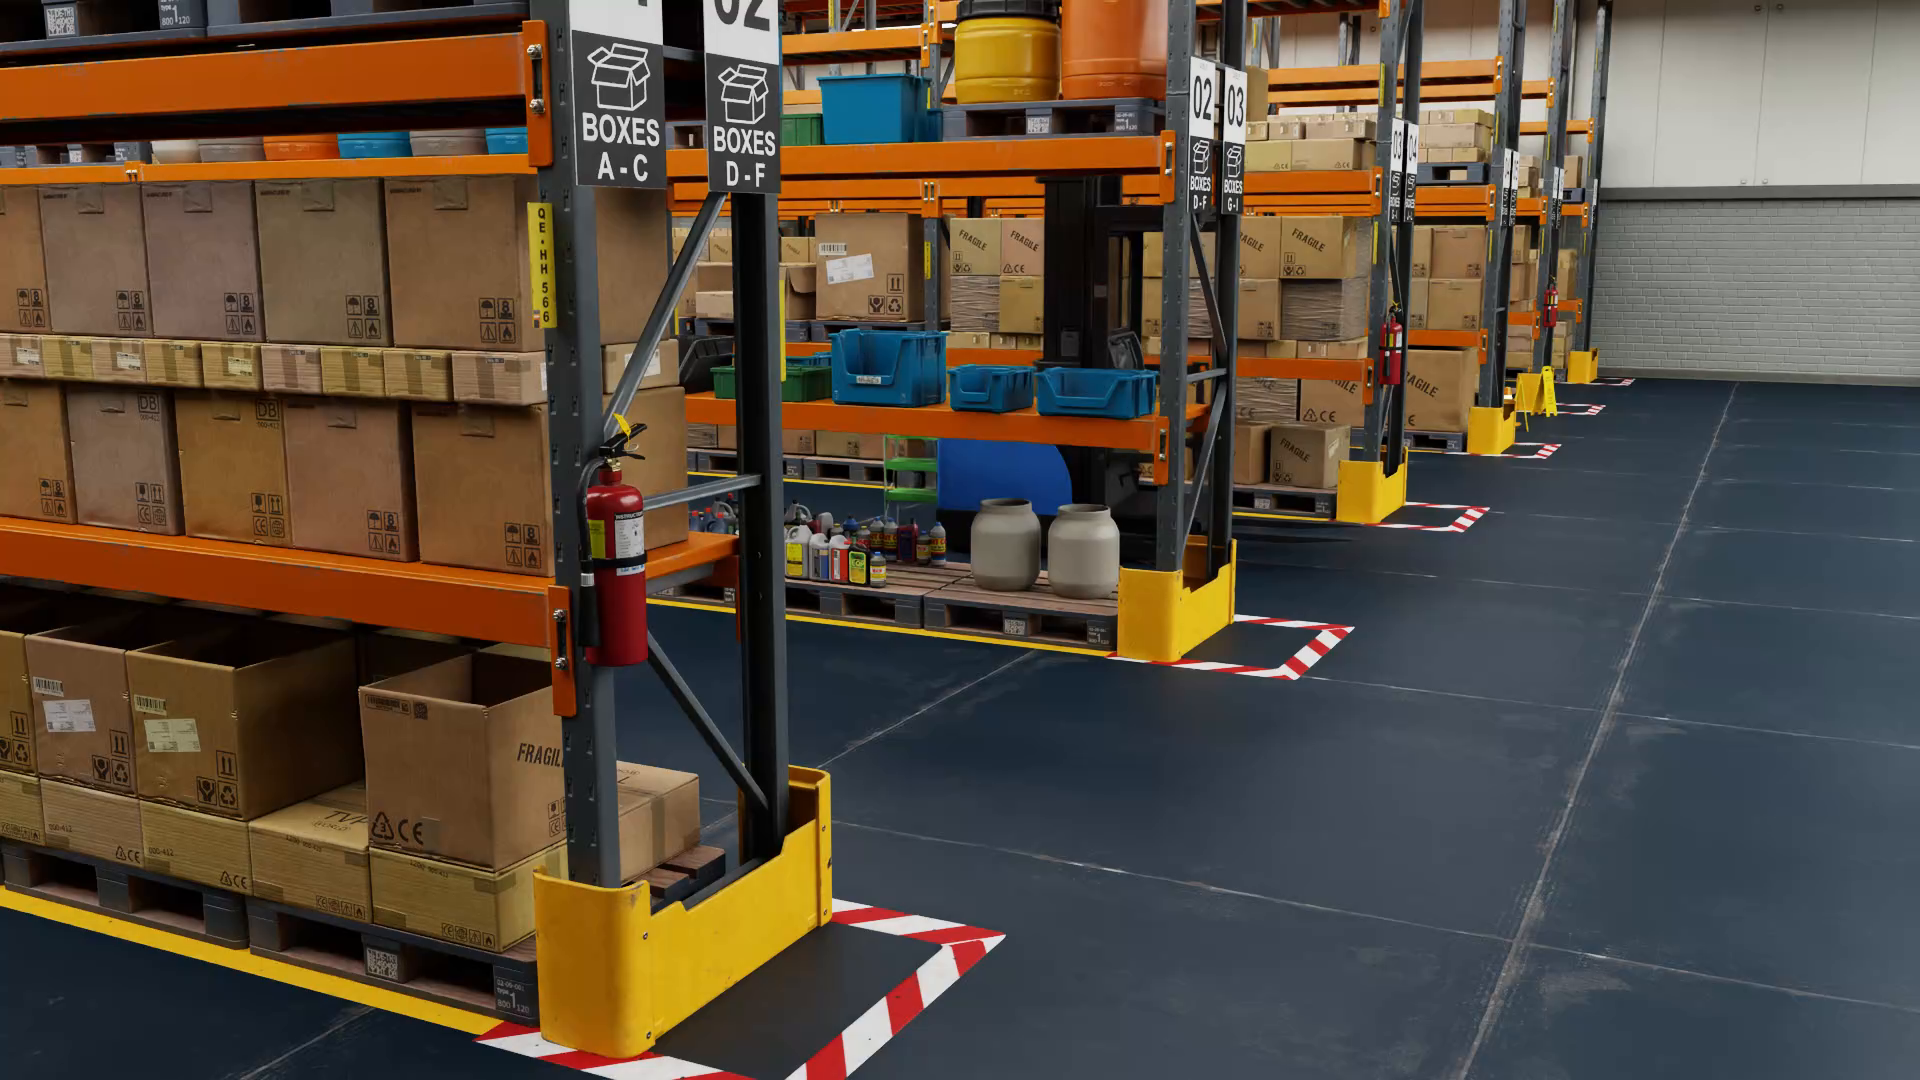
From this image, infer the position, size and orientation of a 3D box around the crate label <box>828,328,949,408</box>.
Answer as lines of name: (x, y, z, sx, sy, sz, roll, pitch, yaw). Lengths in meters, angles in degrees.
crate label: (-0.422, -1.032, 9.912, 0.616, 0.435, 0.502, 5, 11, 26)

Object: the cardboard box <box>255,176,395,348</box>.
cardboard box: (-1.781, -0.893, 5.321, 0.500, 0.500, 0.700, 5, 11, 24)

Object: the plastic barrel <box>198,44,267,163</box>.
plastic barrel: (-5.185, -3.167, 11.975, 0.600, 0.901, 0.600, 0, 10, 0)

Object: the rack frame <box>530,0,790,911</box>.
rack frame: (-0.846, -0.122, 4.983, 0.127, 3.000, 1.000, 5, 11, 26)

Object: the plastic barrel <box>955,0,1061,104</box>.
plastic barrel: (0.270, -2.758, 9.416, 0.600, 0.588, 0.600, 0, 10, 0)

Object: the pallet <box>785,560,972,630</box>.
pallet: (-0.557, 0.299, 10.484, 1.213, 0.211, 1.003, 5, 11, 26)

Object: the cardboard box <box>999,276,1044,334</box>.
cardboard box: (0.762, -2.125, 14.930, 0.500, 0.500, 0.875, 5, 11, 26)

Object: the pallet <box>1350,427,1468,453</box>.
pallet: (5.074, -1.167, 18.584, 1.213, 0.211, 1.003, 5, 11, 26)

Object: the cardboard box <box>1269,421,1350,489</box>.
cardboard box: (2.988, -0.733, 14.195, 0.500, 0.500, 0.500, 8, 13, 36)

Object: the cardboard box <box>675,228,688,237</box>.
cardboard box: (-4.599, -5.194, 28.097, 0.250, 0.149, 0.380, 5, 11, 26)

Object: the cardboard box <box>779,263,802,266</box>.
cardboard box: (-2.215, -3.480, 21.392, 0.250, 0.149, 0.380, 5, 11, 25)

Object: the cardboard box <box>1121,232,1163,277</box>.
cardboard box: (1.595, -2.515, 14.278, 0.500, 0.500, 0.500, 5, 11, 26)

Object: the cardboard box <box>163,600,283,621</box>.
cardboard box: (-2.573, 0.459, 6.209, 0.500, 0.500, 0.500, 5, 11, 26)

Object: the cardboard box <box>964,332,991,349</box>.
cardboard box: (0.231, -1.809, 15.008, 0.250, 0.149, 0.380, 5, 11, 26)

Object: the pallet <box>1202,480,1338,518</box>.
pallet: (2.759, -0.408, 14.390, 1.213, 0.211, 1.003, 5, 11, 26)

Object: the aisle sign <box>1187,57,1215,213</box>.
aisle sign: (1.282, -2.139, 8.828, 0.004, 0.787, 0.394, 5, 11, 26)

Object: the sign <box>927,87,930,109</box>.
sign: (-0.289, -3.855, 14.626, 0.005, 0.325, 0.100, 5, 11, 26)

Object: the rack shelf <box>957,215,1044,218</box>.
rack shelf: (1.150, -5.990, 31.001, 4.000, 0.370, 1.077, 5, 11, 26)

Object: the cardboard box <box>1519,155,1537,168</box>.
cardboard box: (7.491, -5.011, 22.040, 0.250, 0.149, 0.380, 5, 11, 26)

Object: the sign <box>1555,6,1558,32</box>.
sign: (7.661, -6.689, 21.356, 0.005, 0.325, 0.100, 5, 11, 26)

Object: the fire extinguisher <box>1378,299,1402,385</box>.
fire extinguisher: (3.439, -1.583, 13.274, 0.183, 0.674, 0.296, 5, 11, 26)

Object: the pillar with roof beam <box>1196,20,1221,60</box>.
pillar with roof beam: (2.607, -7.016, 26.228, 0.548, 9.000, 9.100, 5, 11, 26)

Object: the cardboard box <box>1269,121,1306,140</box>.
cardboard box: (2.678, -3.318, 13.519, 0.250, 0.149, 0.380, 4, 11, 23)

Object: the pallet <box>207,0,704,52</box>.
pallet: (-1.469, -1.615, 5.055, 1.213, 0.211, 1.003, 5, 11, 26)

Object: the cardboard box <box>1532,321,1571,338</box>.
cardboard box: (9.567, -3.412, 26.894, 0.500, 0.250, 0.500, 5, 12, 28)

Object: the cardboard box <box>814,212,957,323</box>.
cardboard box: (-0.698, -2.606, 15.844, 1.000, 1.000, 1.000, 5, 11, 26)

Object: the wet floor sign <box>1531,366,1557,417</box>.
wet floor sign: (7.622, -1.942, 21.651, 0.267, 0.644, 0.232, -10, 14, -43)

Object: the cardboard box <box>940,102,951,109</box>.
cardboard box: (-0.425, -3.806, 15.443, 0.637, 0.503, 0.797, 4, 11, 23)

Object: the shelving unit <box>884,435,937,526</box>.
shelving unit: (-0.306, -0.608, 12.723, 0.503, 1.200, 0.258, 4, 11, 20)

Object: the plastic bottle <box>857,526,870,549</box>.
plastic bottle: (-0.625, 0.012, 10.863, 0.097, 0.201, 0.097, 0, 10, 0)

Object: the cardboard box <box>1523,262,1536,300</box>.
cardboard box: (7.623, -3.564, 22.884, 0.500, 0.500, 0.500, 5, 11, 25)

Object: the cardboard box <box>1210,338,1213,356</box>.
cardboard box: (2.299, -1.650, 14.129, 0.250, 0.149, 0.380, 5, 11, 26)

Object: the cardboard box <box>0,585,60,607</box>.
cardboard box: (-3.704, 0.465, 6.177, 0.500, 0.500, 0.500, 5, 11, 26)

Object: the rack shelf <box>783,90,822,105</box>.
rack shelf: (-3.142, -5.678, 21.976, 4.000, 0.370, 1.077, 5, 11, 26)

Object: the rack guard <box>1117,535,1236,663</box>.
rack guard: (1.260, 0.318, 9.567, 0.348, 0.500, 1.175, 5, 11, 26)

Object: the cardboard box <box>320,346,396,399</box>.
cardboard box: (-1.738, -0.531, 5.139, 0.250, 0.149, 0.380, 5, 11, 25)

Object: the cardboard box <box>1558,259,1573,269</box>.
cardboard box: (9.683, -4.431, 26.687, 0.250, 0.149, 0.380, 5, 11, 27)

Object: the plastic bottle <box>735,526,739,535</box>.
plastic bottle: (-1.381, 0.048, 10.467, 0.097, 0.271, 0.097, 0, 10, 0)

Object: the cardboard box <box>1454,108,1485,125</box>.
cardboard box: (5.373, -4.461, 17.542, 0.250, 0.149, 0.380, 5, 11, 26)

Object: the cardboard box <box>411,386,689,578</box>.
cardboard box: (-1.259, -0.210, 5.189, 0.500, 0.500, 0.700, 5, 11, 26)

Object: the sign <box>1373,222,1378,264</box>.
sign: (3.277, -2.342, 13.111, 0.005, 0.325, 0.100, 5, 11, 26)

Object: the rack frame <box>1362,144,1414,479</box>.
rack frame: (3.540, -1.704, 13.724, 0.127, 3.000, 1.000, 5, 11, 26)

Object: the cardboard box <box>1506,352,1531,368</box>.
cardboard box: (9.115, -2.961, 27.209, 0.500, 0.250, 0.500, 5, 11, 26)

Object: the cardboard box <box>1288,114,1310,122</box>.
cardboard box: (3.779, -4.601, 18.315, 0.250, 0.149, 0.380, 5, 11, 26)

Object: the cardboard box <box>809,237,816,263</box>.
cardboard box: (-2.101, -4.657, 26.953, 0.500, 0.500, 0.500, 5, 11, 25)

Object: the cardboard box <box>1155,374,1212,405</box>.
cardboard box: (2.771, -1.904, 19.614, 0.875, 0.875, 0.875, 5, 11, 27)

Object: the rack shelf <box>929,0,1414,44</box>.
rack shelf: (1.747, -4.458, 14.124, 4.000, 0.370, 1.077, 5, 11, 26)

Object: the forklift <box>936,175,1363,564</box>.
forklift: (1.393, -1.366, 12.050, 3.031, 2.935, 1.130, 3, 11, 19)

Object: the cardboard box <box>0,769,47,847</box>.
cardboard box: (-3.260, 0.874, 6.019, 0.500, 0.250, 0.500, 5, 11, 26)

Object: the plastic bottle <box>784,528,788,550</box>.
plastic bottle: (-1.148, 0.037, 10.306, 0.185, 0.351, 0.144, 5, 11, 25)

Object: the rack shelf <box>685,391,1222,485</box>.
rack shelf: (-0.445, -0.717, 10.288, 4.000, 0.370, 1.077, 5, 11, 26)

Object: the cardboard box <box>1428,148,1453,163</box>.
cardboard box: (5.152, -4.089, 17.722, 0.250, 0.149, 0.380, 5, 11, 26)

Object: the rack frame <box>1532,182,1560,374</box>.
rack frame: (7.925, -3.287, 22.469, 0.127, 3.000, 1.000, 5, 11, 26)

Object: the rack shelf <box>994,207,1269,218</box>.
rack shelf: (2.544, -4.882, 24.878, 4.000, 0.370, 1.077, 5, 11, 26)

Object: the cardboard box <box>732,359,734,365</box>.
cardboard box: (-3.000, -2.186, 22.226, 0.500, 0.500, 0.500, 4, 11, 23)
